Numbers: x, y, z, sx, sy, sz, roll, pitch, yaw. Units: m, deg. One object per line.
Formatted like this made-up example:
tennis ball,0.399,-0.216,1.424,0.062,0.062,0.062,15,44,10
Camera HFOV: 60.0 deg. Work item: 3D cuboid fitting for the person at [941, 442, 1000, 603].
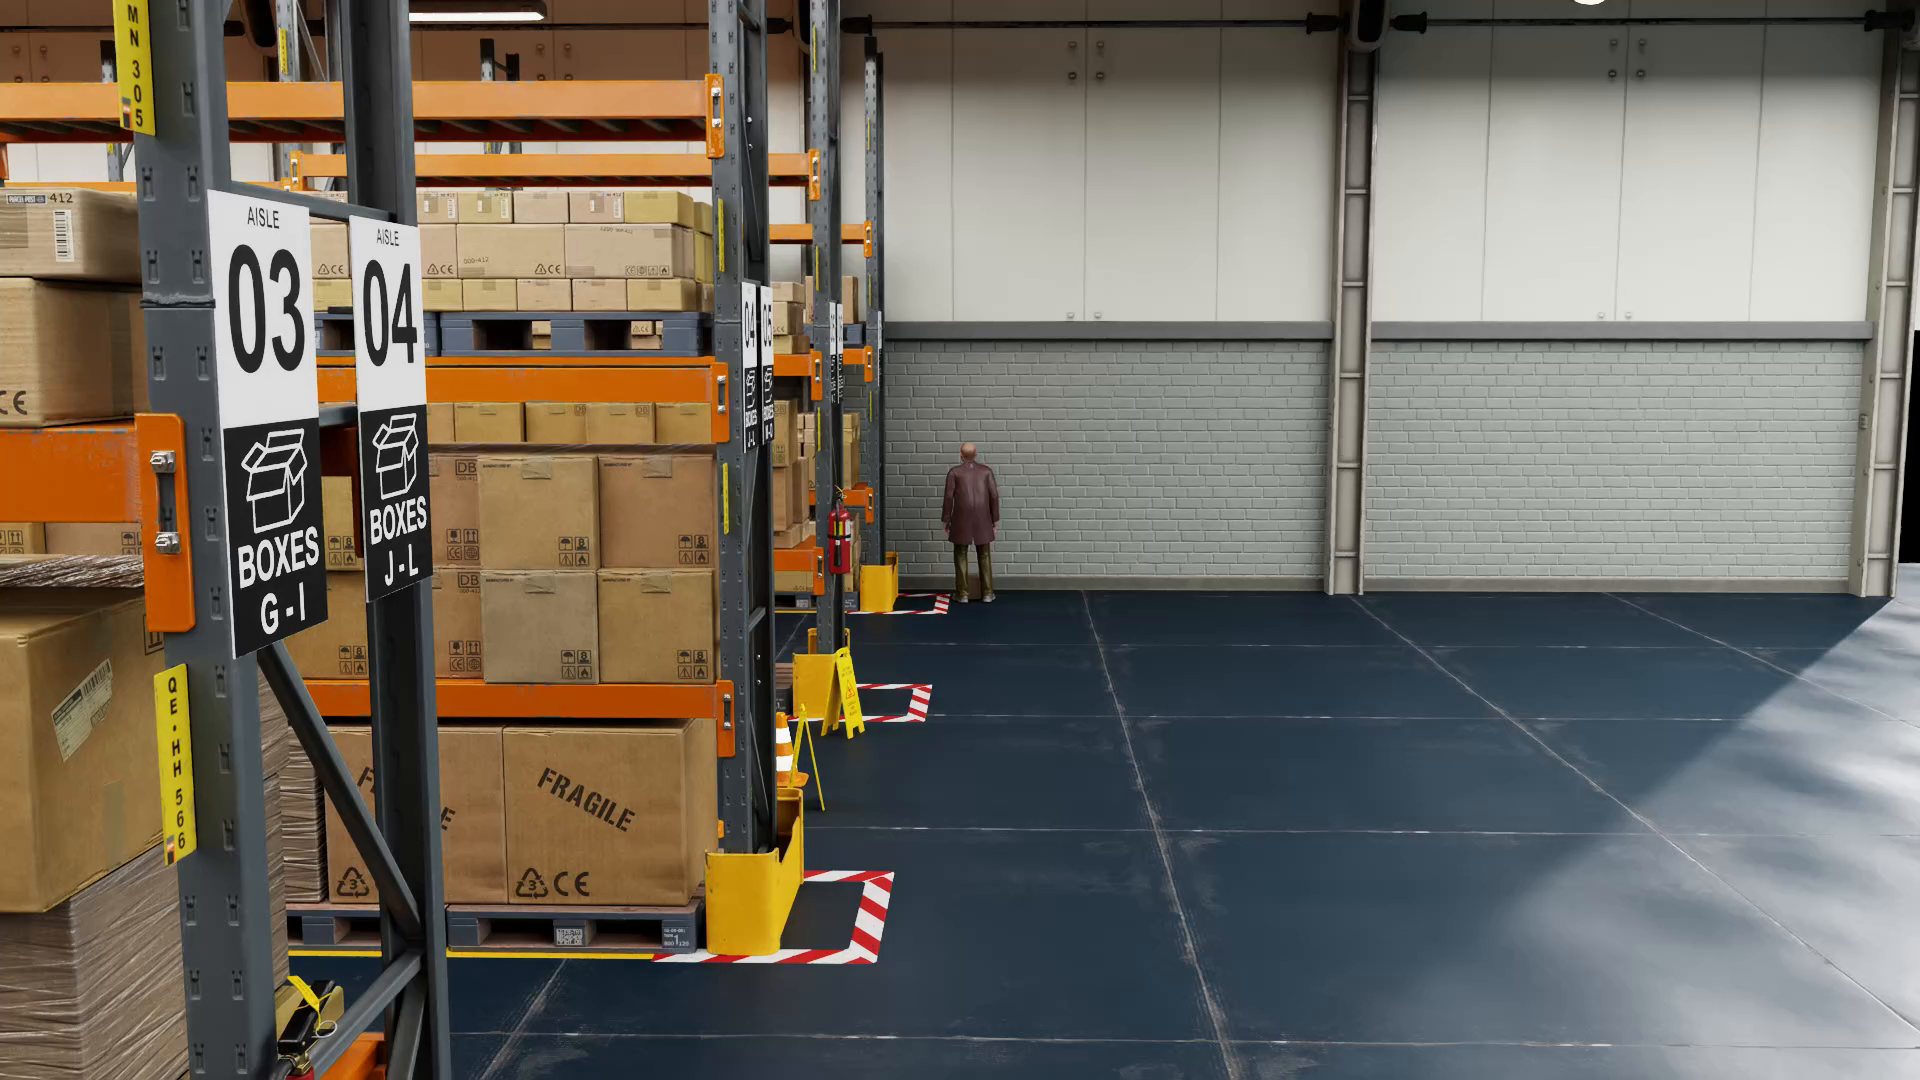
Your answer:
person,0.118,-0.197,18.414,0.656,1.774,0.420,-1,7,-8
